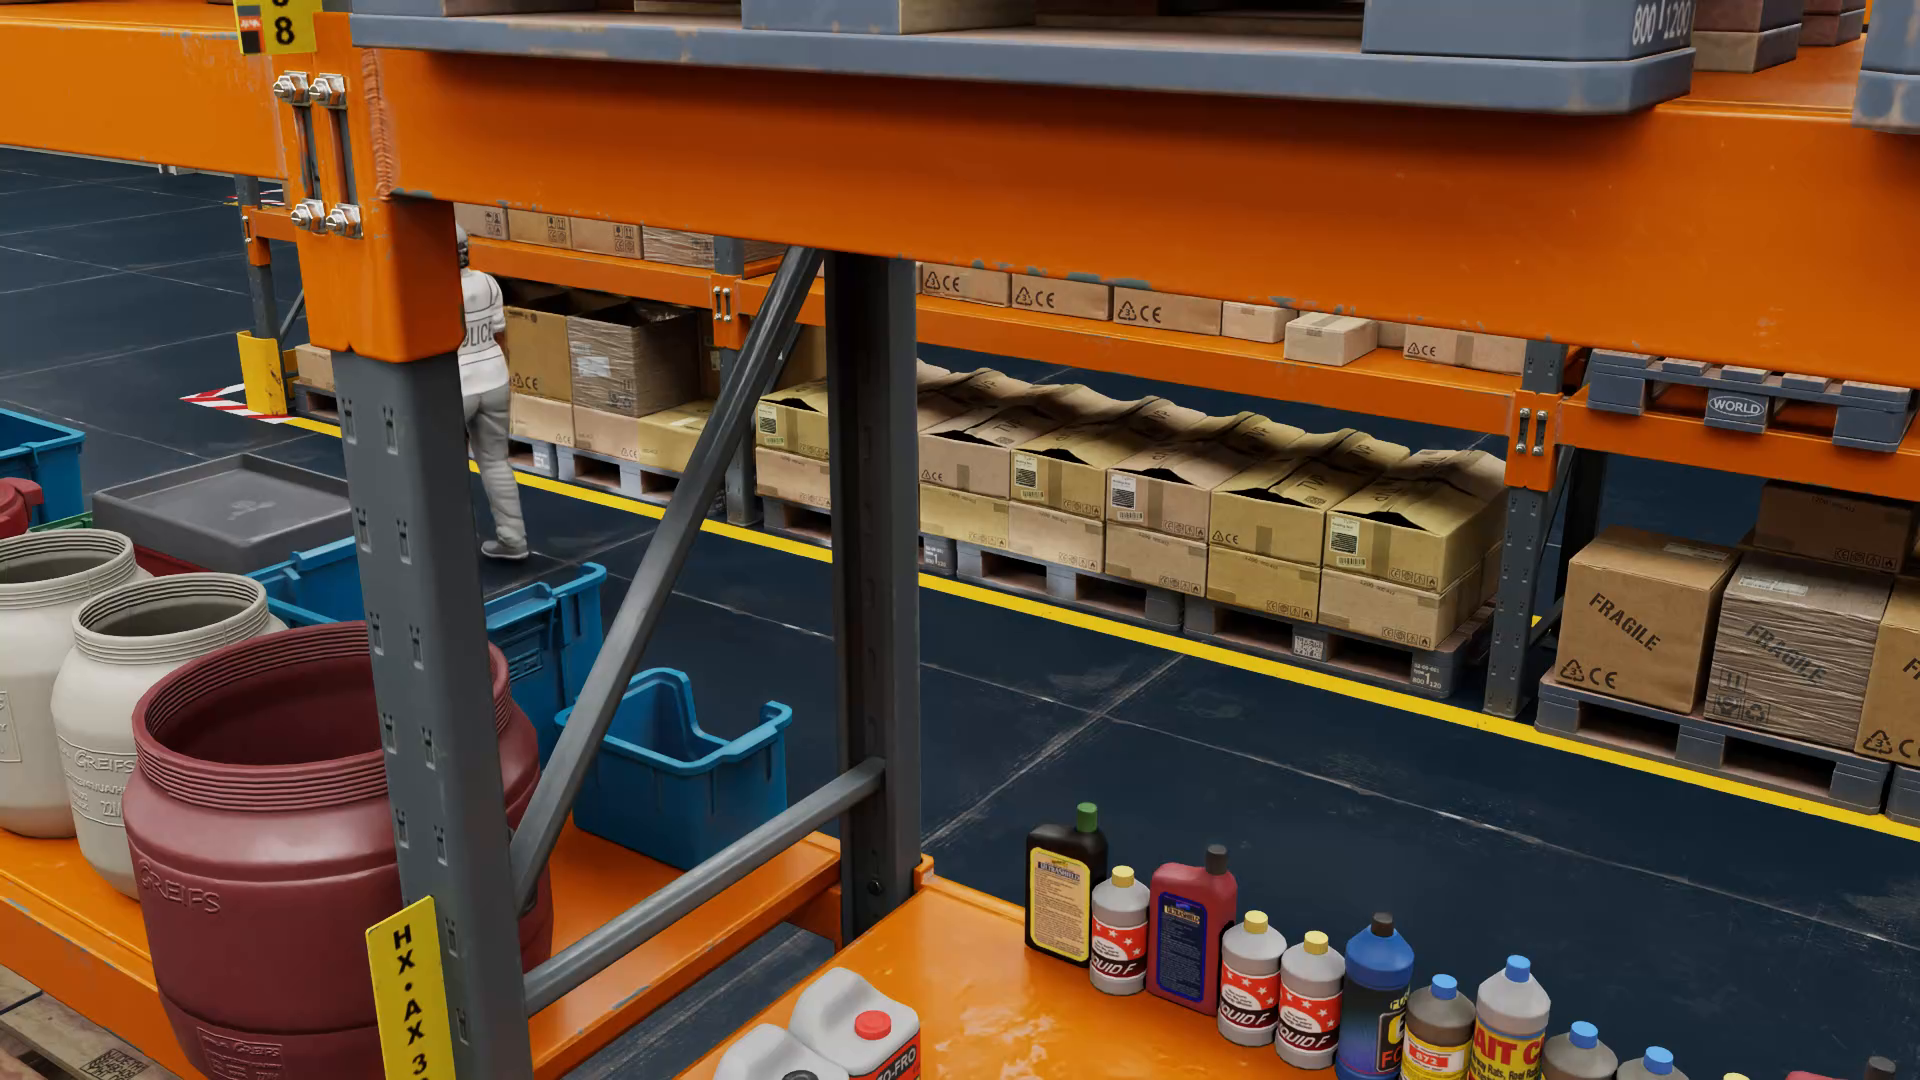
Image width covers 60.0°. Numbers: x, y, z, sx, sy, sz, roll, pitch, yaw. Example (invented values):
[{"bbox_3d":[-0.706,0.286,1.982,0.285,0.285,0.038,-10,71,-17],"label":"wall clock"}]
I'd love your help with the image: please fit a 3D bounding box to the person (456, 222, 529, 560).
[{"bbox_3d":[-2.392,-0.668,7.967,0.603,1.733,0.512,16,25,37],"label":"person"}]
